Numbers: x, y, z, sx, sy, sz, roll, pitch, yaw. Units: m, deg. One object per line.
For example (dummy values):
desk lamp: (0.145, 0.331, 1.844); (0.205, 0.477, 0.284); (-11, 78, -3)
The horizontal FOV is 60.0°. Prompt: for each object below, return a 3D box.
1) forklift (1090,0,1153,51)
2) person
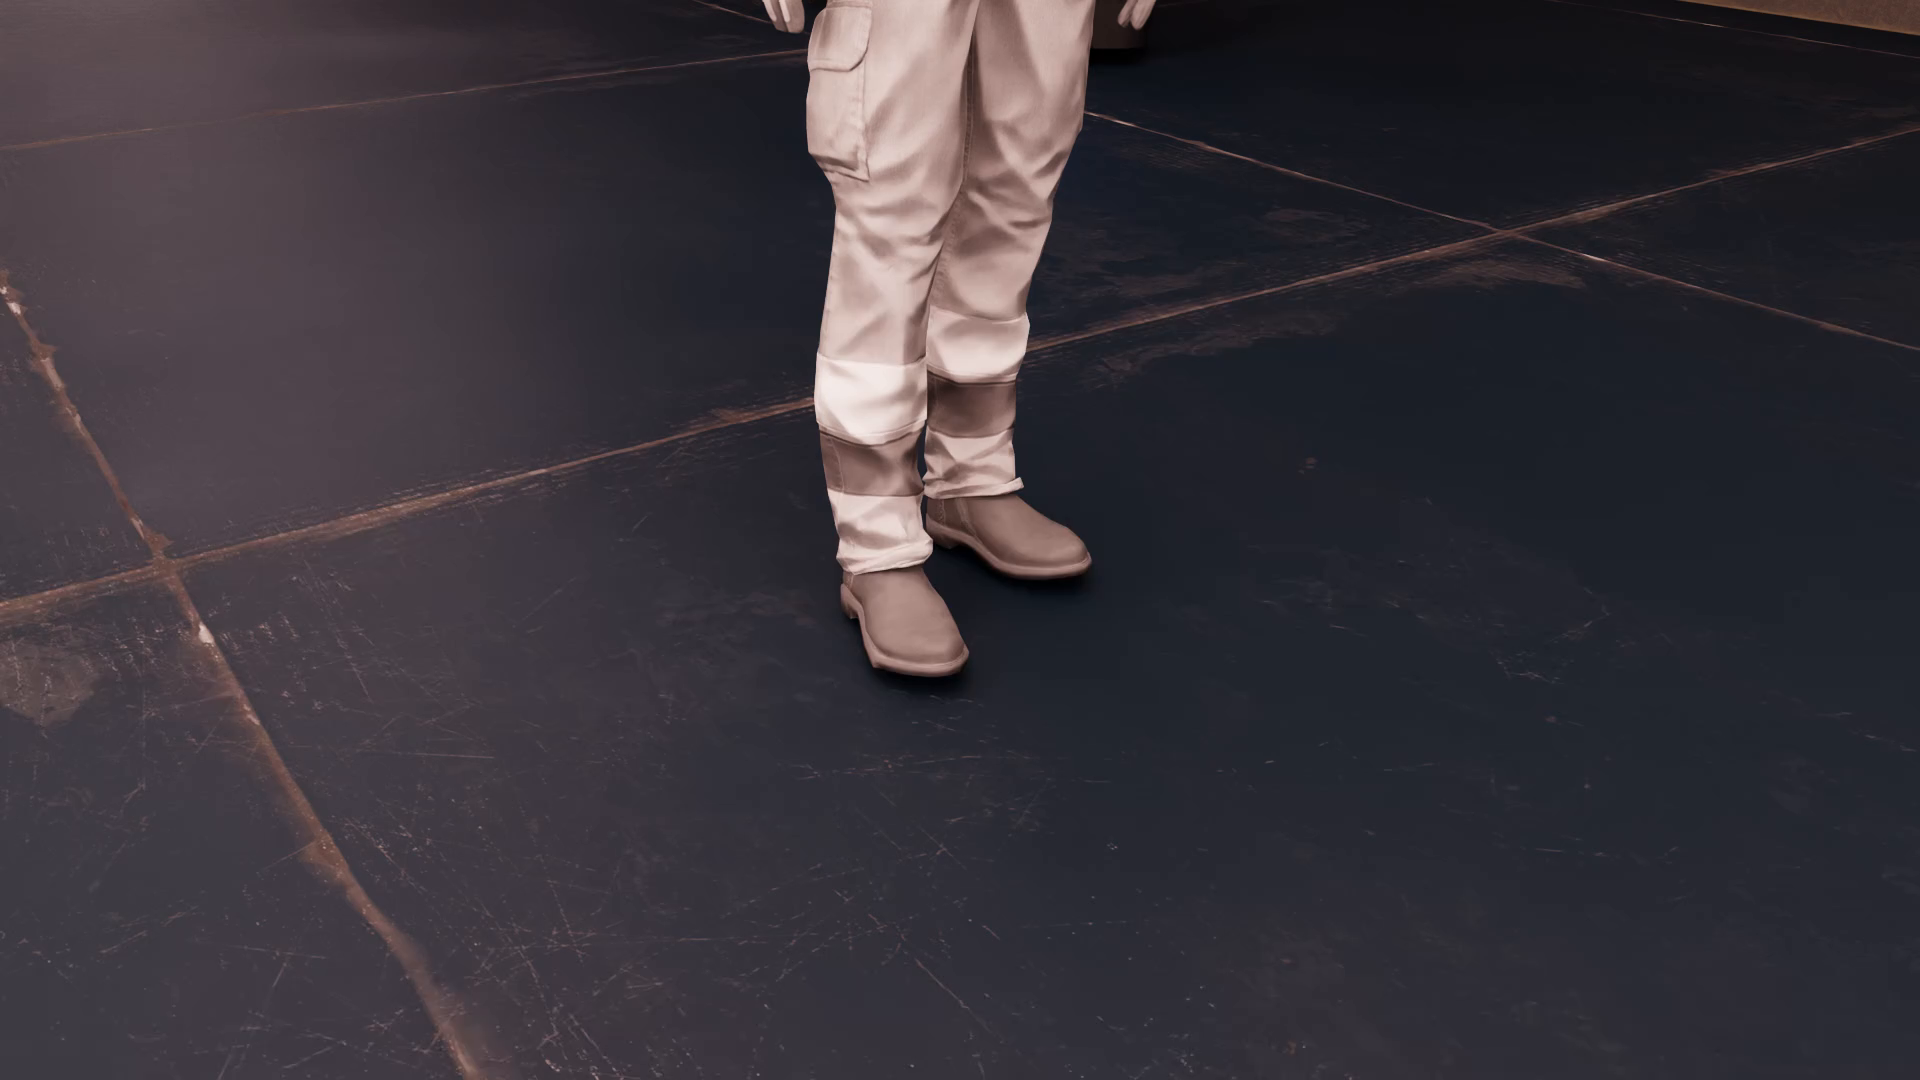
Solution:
forklift: (0.190, -3.609, 6.425); (1.130, 2.935, 3.031); (1, 27, 2)
person: (0.035, -0.774, 2.030); (0.637, 1.787, 0.564); (-17, 31, -31)
